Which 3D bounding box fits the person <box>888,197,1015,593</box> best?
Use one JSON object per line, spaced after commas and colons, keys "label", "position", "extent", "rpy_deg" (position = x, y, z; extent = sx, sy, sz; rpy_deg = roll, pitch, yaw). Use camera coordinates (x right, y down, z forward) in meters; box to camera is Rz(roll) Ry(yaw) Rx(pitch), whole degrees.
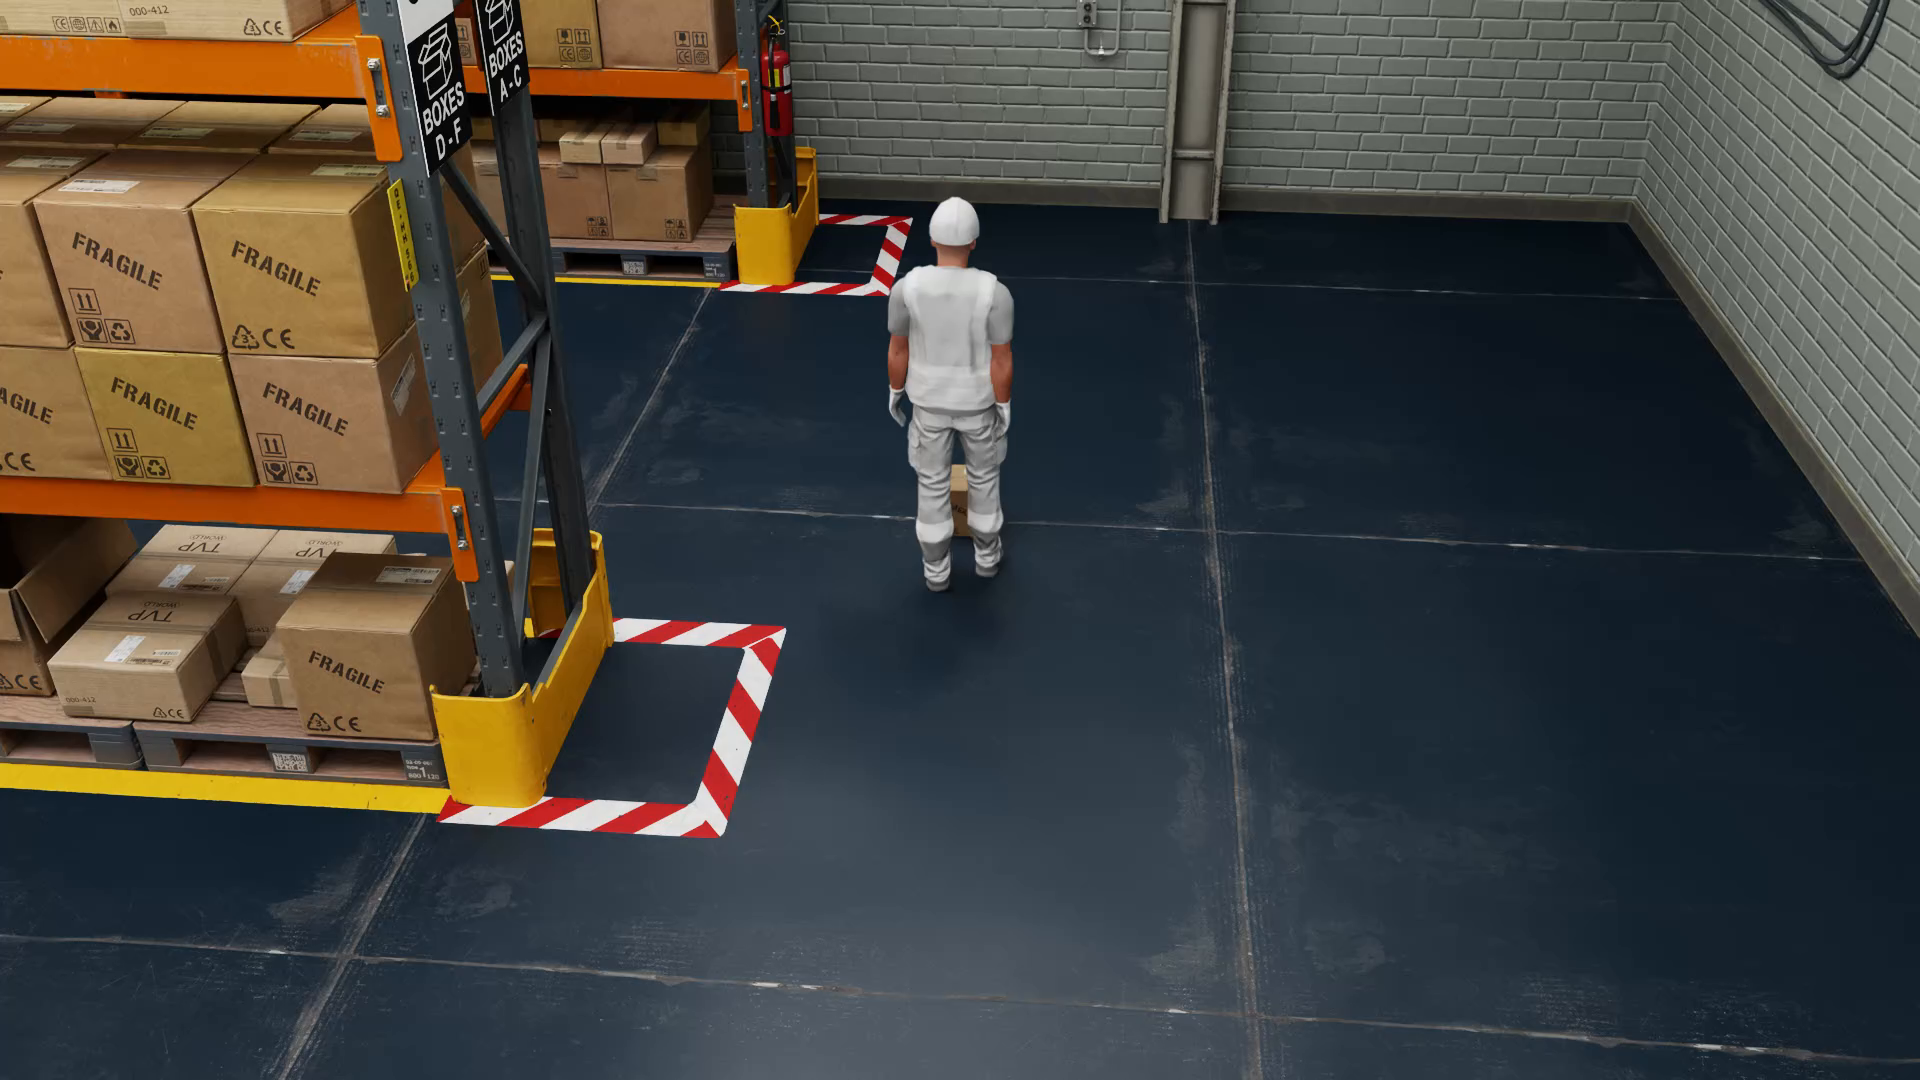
{"label": "person", "position": [-0.033, -0.629, 7.130], "extent": [0.540, 1.791, 0.461], "rpy_deg": [3, 32, 5]}
